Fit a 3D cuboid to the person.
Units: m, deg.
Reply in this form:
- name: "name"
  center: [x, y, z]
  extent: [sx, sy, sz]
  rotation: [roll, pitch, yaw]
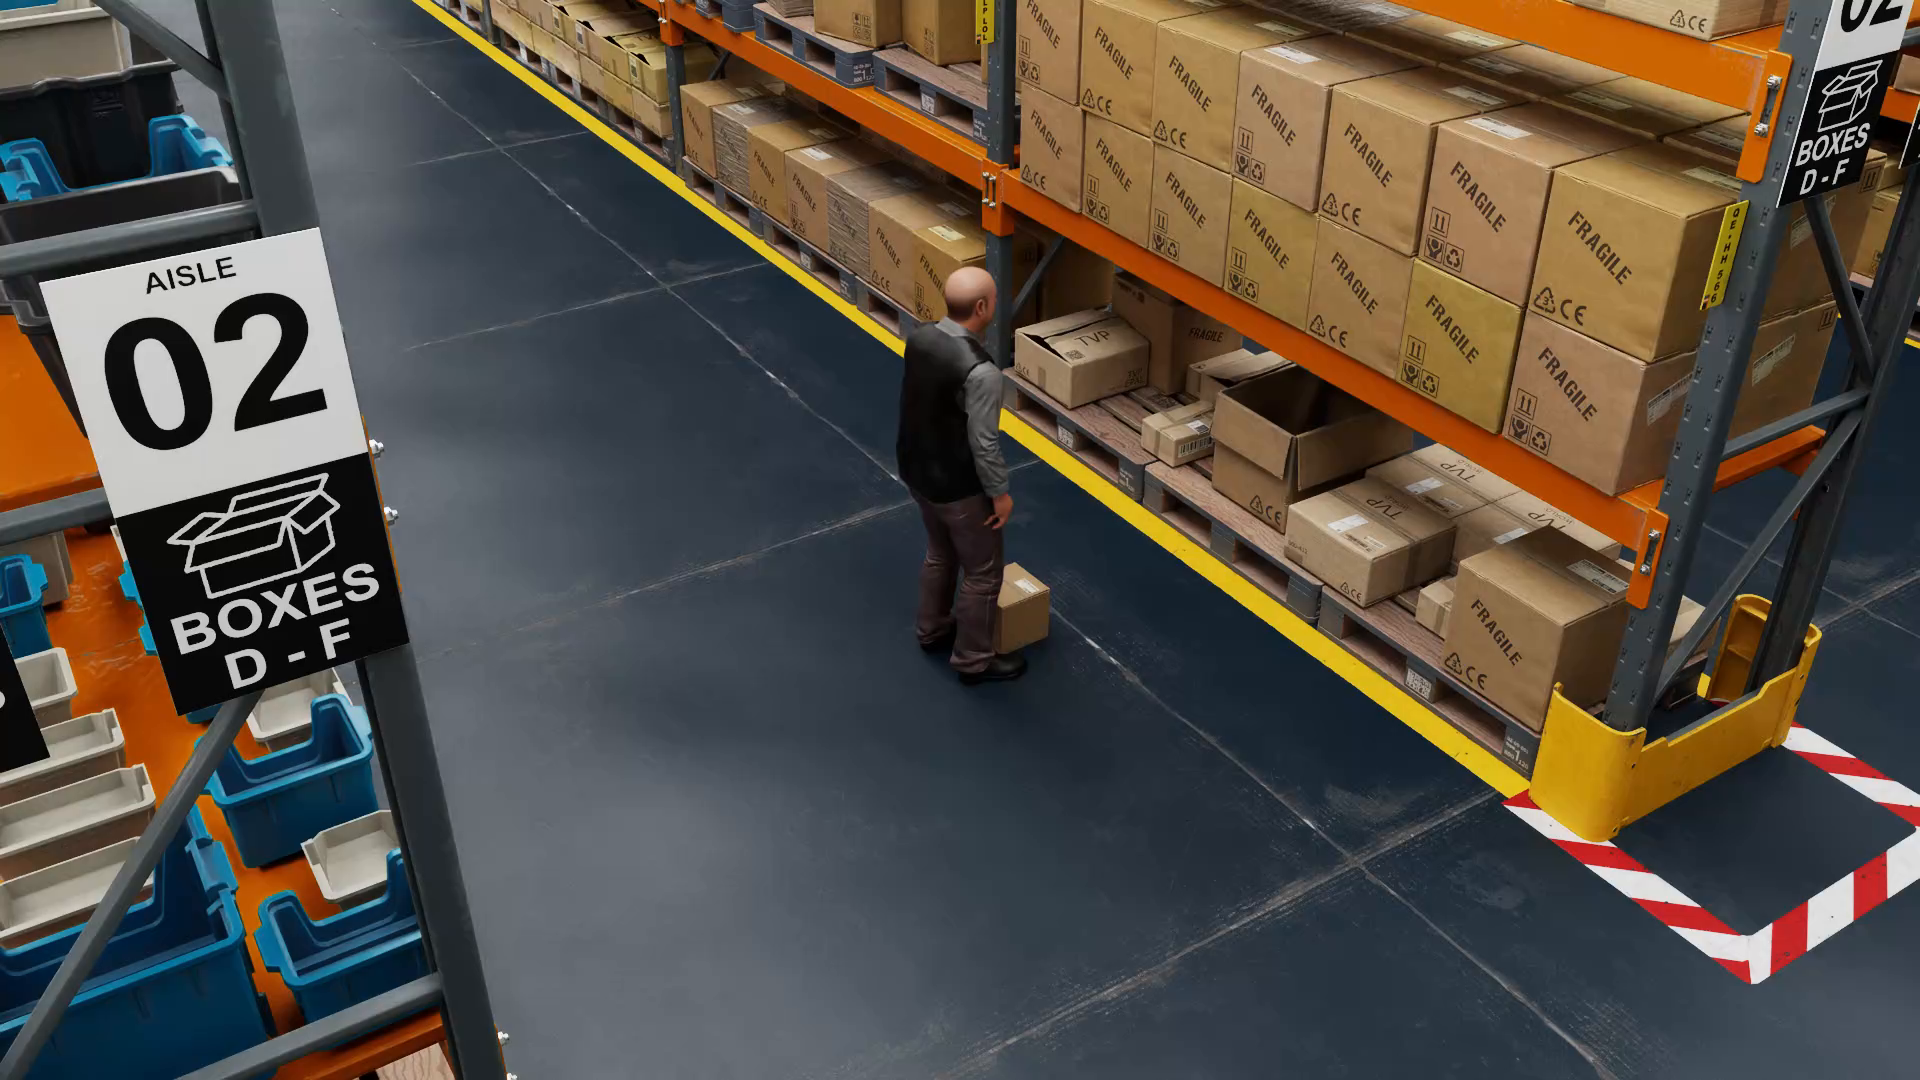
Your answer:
- name: "person"
  center: [-0.022, -0.243, 6.542]
  extent: [0.414, 1.721, 0.580]
  rotation: [-19, 37, -27]
